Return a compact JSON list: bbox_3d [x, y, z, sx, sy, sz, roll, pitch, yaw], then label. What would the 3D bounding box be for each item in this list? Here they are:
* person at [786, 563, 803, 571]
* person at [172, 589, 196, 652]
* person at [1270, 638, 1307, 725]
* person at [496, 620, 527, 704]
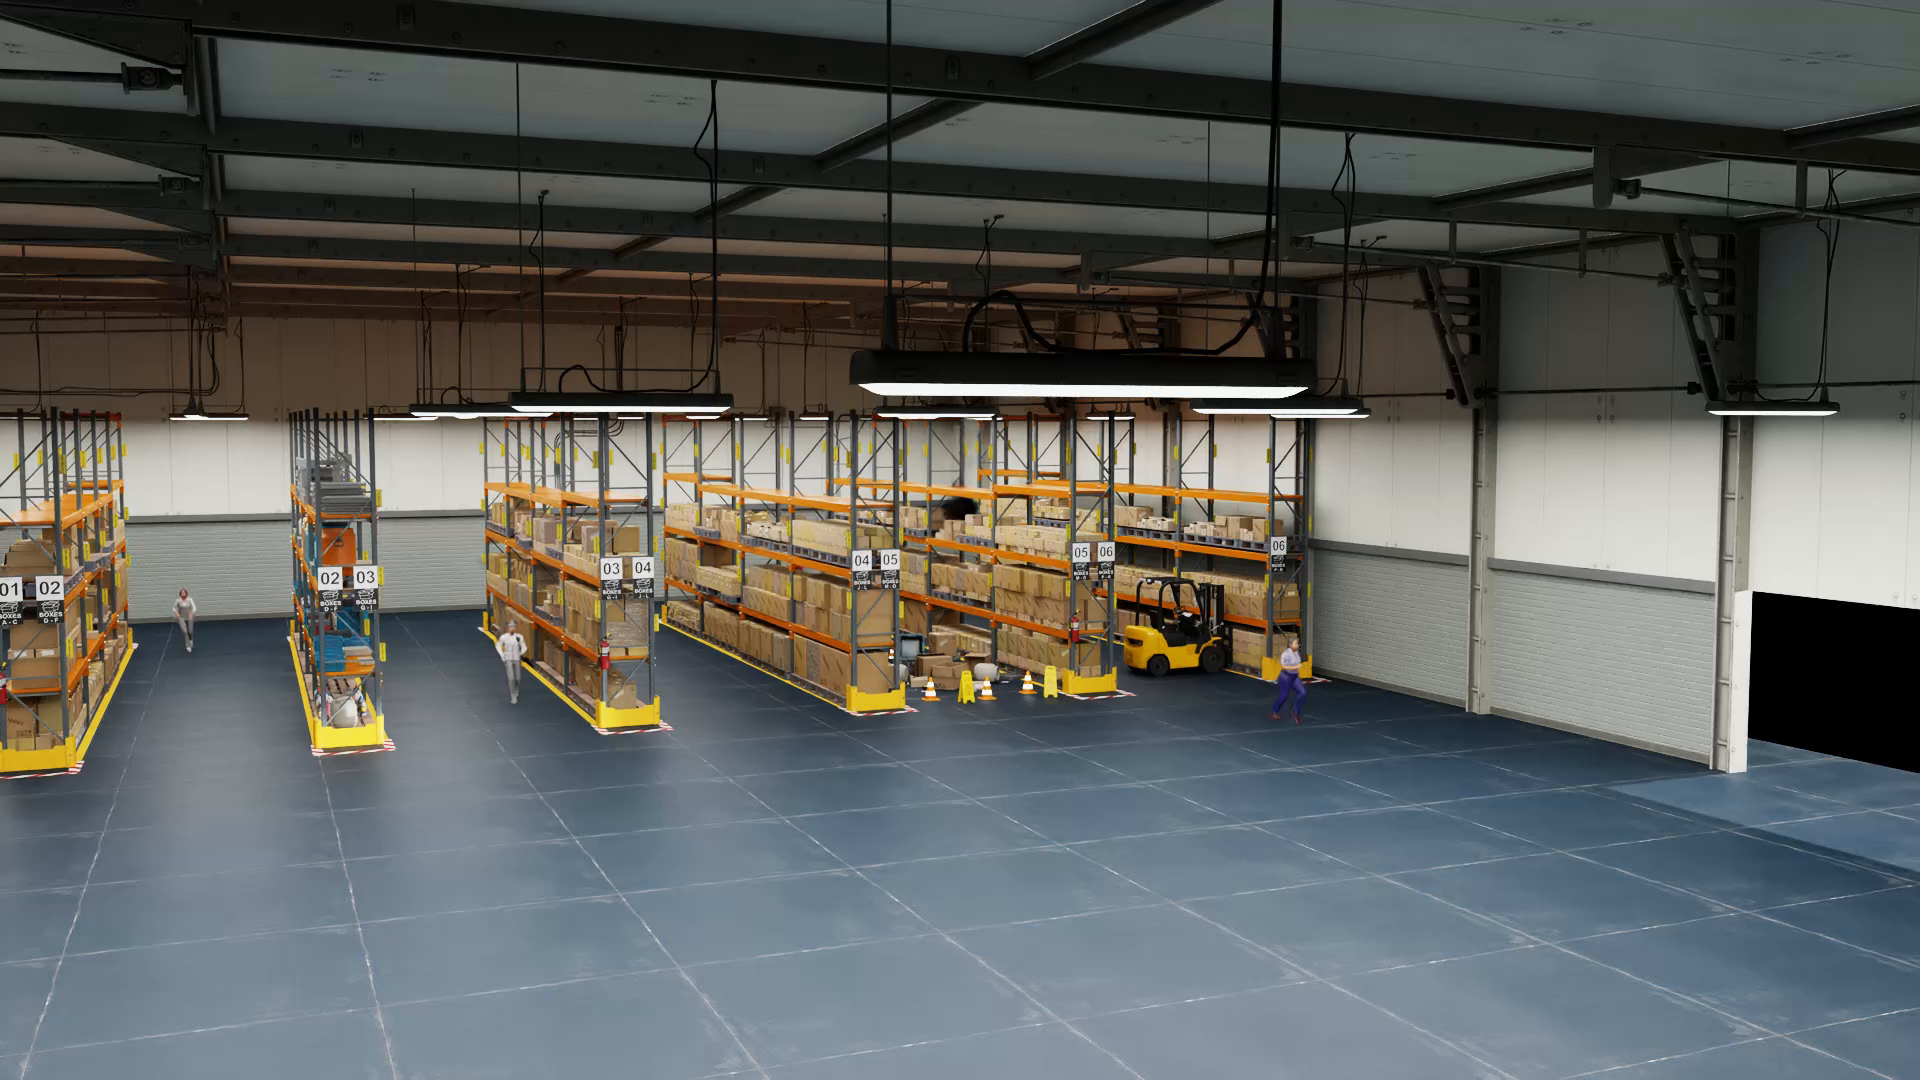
[{"bbox_3d":[-5.152,1.310,50.550,0.973,1.729,0.662,-3,5,-34],"label":"person"},{"bbox_3d":[-19.544,2.014,41.906,0.550,1.578,0.626,-2,5,-28],"label":"person"},{"bbox_3d":[6.276,2.690,31.746,0.627,1.676,0.790,-3,5,-41],"label":"person"},{"bbox_3d":[-9.235,2.492,34.278,0.624,1.680,0.708,-2,4,-21],"label":"person"}]
